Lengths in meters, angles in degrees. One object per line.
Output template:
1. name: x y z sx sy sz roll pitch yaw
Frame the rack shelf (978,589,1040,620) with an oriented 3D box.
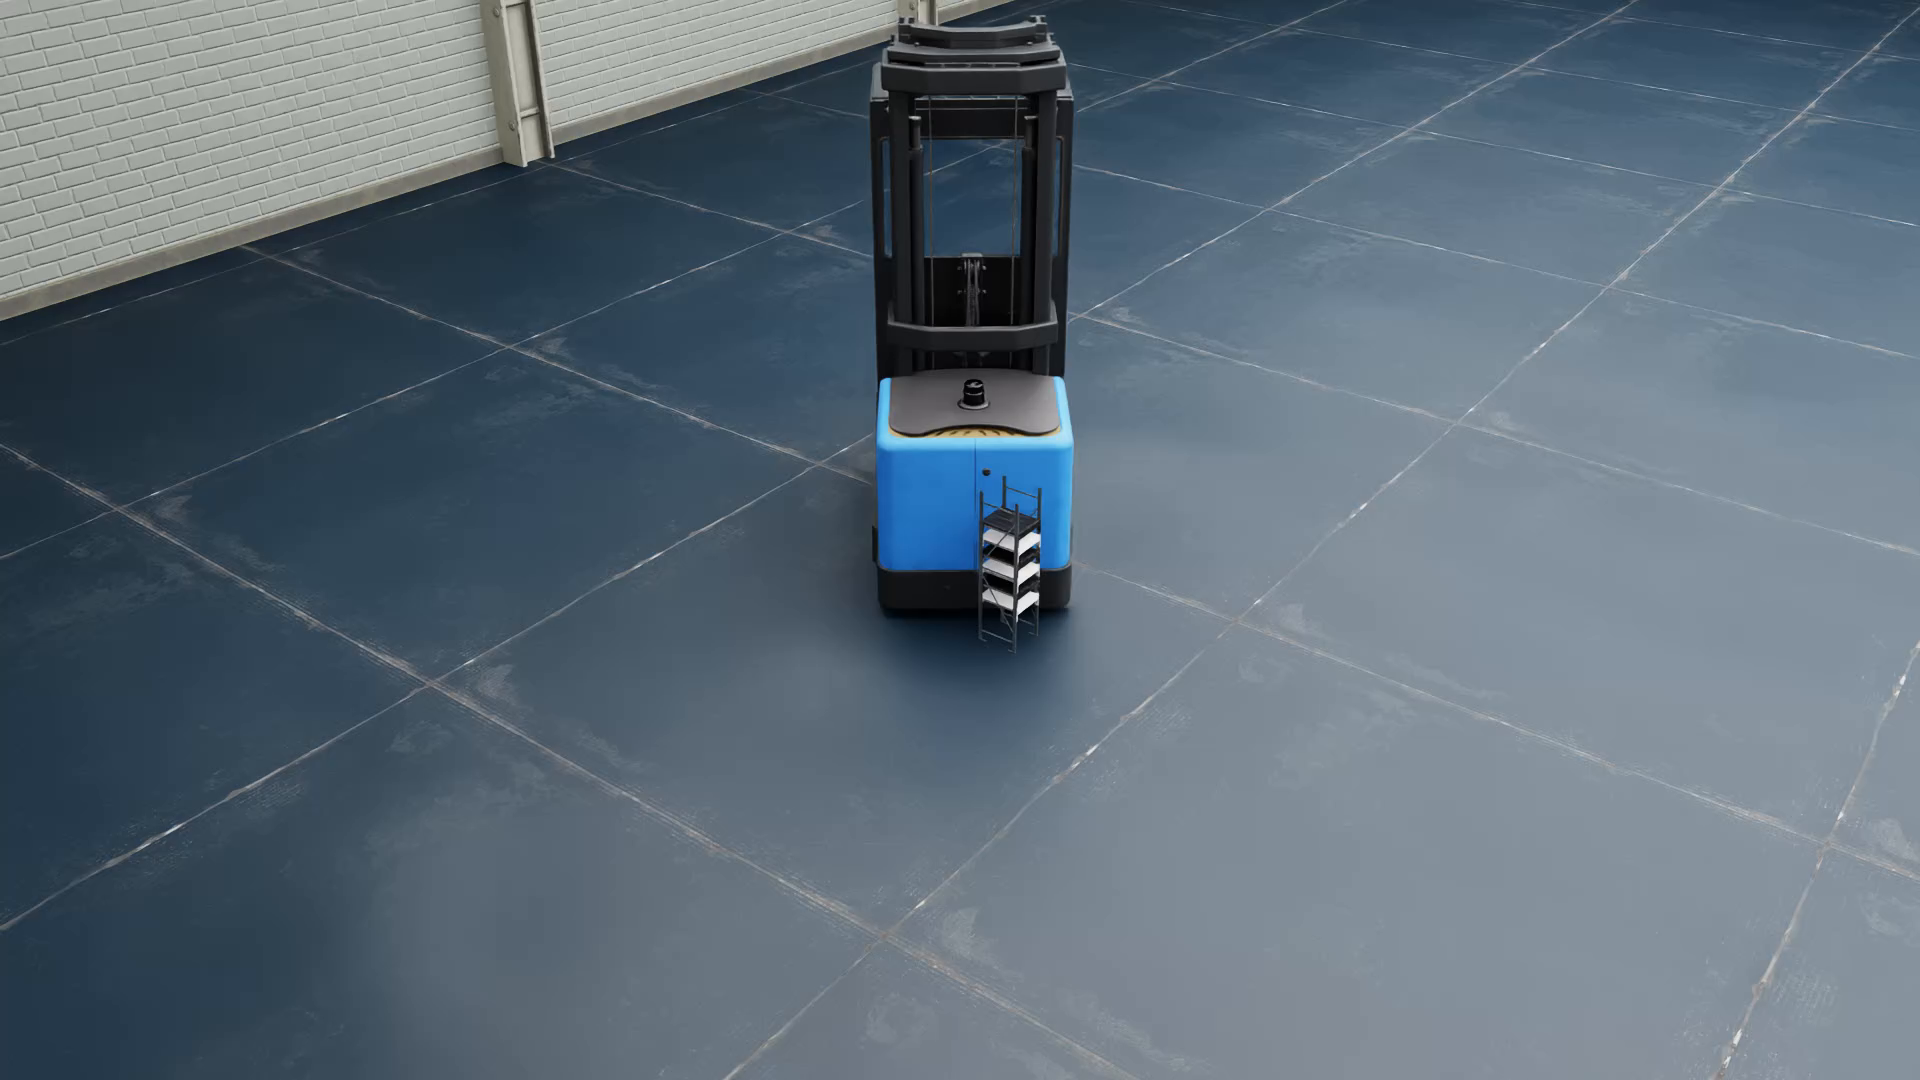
1. rack shelf: 0.257 0.316 8.753 0.258 0.077 0.200 21 36 31

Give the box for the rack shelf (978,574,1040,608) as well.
1. rack shelf: 0.257 0.238 8.707 0.258 0.077 0.200 21 36 31

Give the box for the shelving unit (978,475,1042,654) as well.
1. shelving unit: 0.257 0.132 8.644 0.258 0.900 0.210 21 36 31

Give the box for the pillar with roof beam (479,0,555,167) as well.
1. pillar with roof beam: -0.692 -6.190 11.369 9.100 9.000 0.400 21 37 31

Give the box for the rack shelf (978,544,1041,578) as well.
1. rack shelf: 0.257 0.084 8.615 0.258 0.077 0.200 21 36 31

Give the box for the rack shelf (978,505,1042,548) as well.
1. rack shelf: 0.257 -0.071 8.523 0.258 0.077 0.200 21 36 31

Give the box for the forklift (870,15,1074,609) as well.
1. forklift: 0.059 -1.600 9.575 1.130 2.935 3.031 0 31 -1

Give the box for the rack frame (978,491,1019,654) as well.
1. rack frame: 0.196 0.174 8.574 0.240 0.900 0.006 21 36 31

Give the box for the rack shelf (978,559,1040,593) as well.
1. rack shelf: 0.257 0.161 8.661 0.258 0.077 0.200 21 36 31

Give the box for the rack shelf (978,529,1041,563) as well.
1. rack shelf: 0.257 0.006 8.569 0.258 0.077 0.200 21 36 31

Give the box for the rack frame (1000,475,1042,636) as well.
1. rack frame: 0.317 0.091 8.714 0.240 0.900 0.006 21 36 31

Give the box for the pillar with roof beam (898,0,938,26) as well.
1. pillar with roof beam: 2.930 -8.629 15.484 9.100 9.000 0.400 21 37 31
